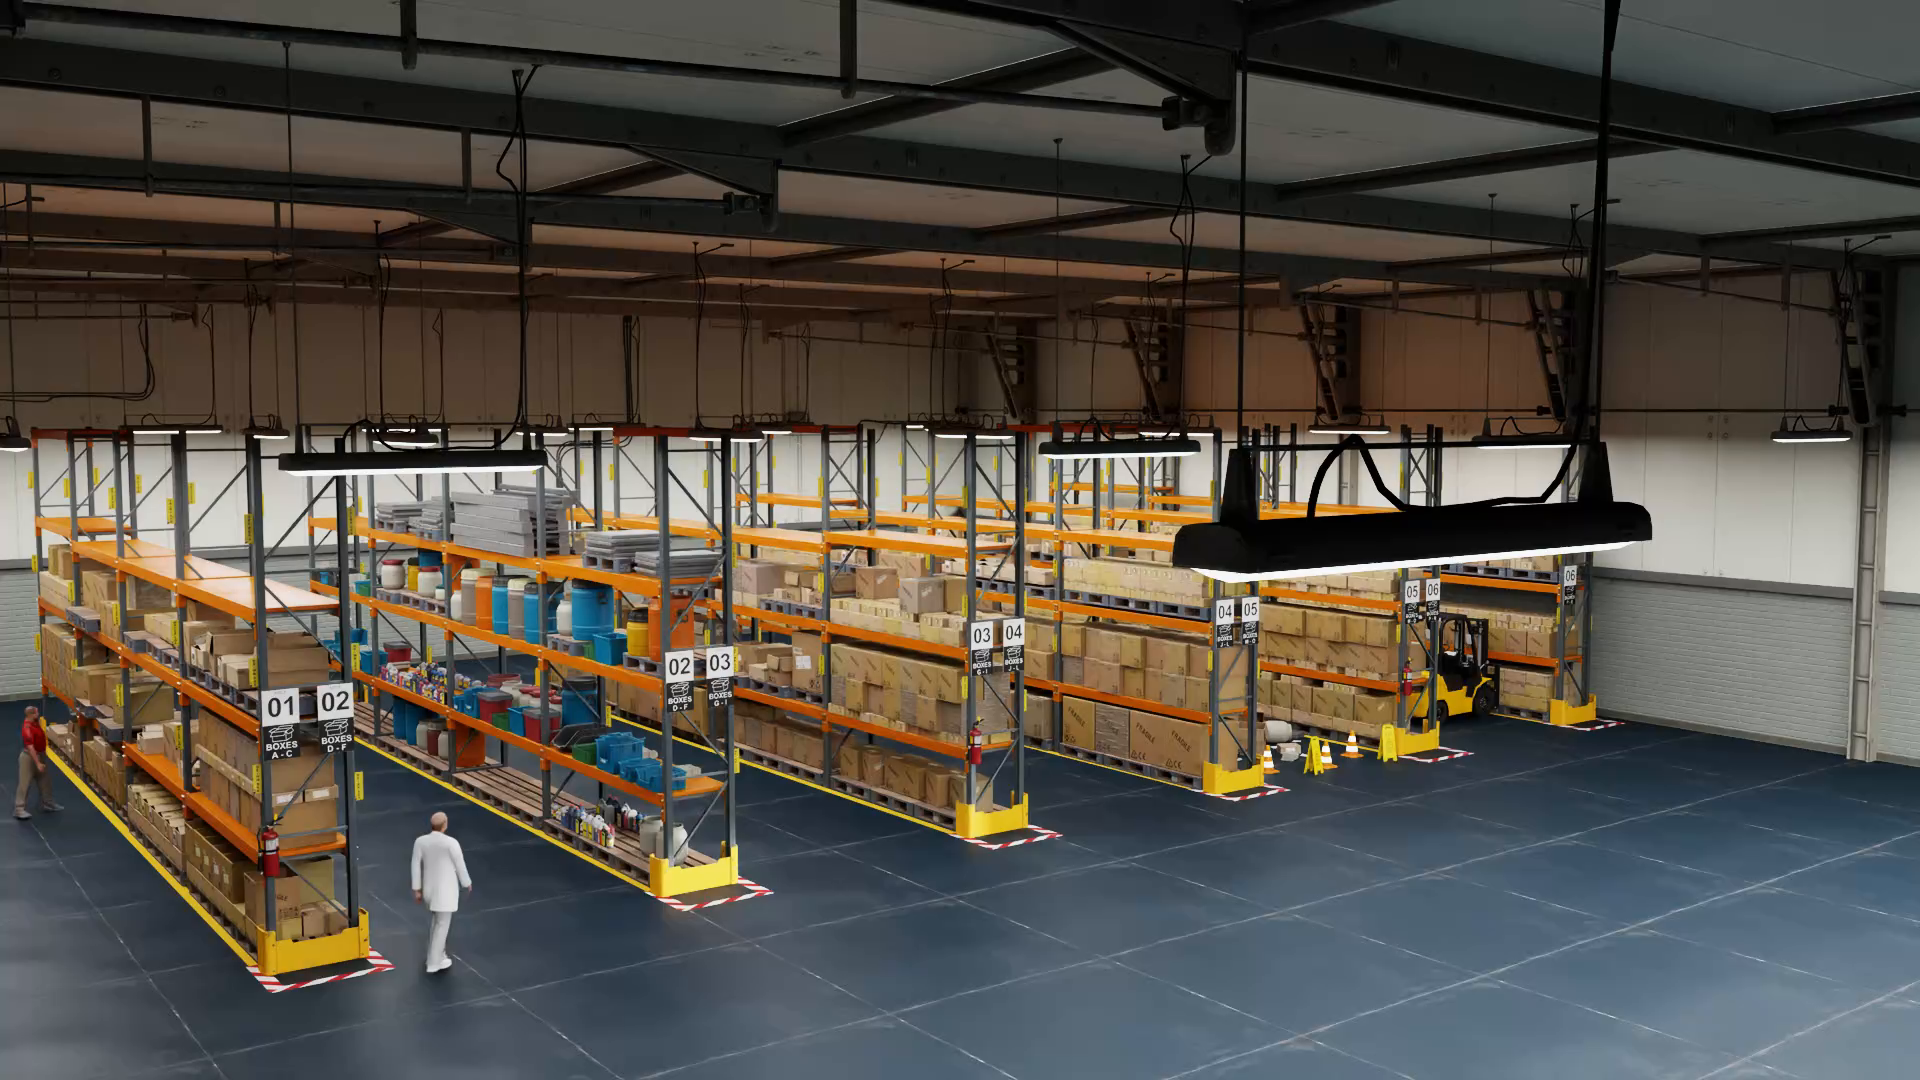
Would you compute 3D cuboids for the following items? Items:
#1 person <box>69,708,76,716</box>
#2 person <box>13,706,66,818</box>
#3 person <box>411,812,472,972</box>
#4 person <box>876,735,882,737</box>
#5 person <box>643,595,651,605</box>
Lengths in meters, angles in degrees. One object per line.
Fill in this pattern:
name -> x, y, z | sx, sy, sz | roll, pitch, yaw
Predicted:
person -> -17.868, 2.804, 33.985 | 0.983, 1.738, 0.493 | 2, 5, 29
person -> -14.433, 3.445, 25.985 | 0.590, 1.751, 0.694 | -1, 5, -9
person -> -5.865, 3.980, 18.833 | 0.600, 1.831, 0.671 | 1, 5, 16
person -> -1.616, 2.924, 32.380 | 0.448, 1.821, 0.575 | -2, 5, -22
person -> -7.898, 2.116, 42.287 | 0.682, 1.759, 0.592 | -2, 5, -22
